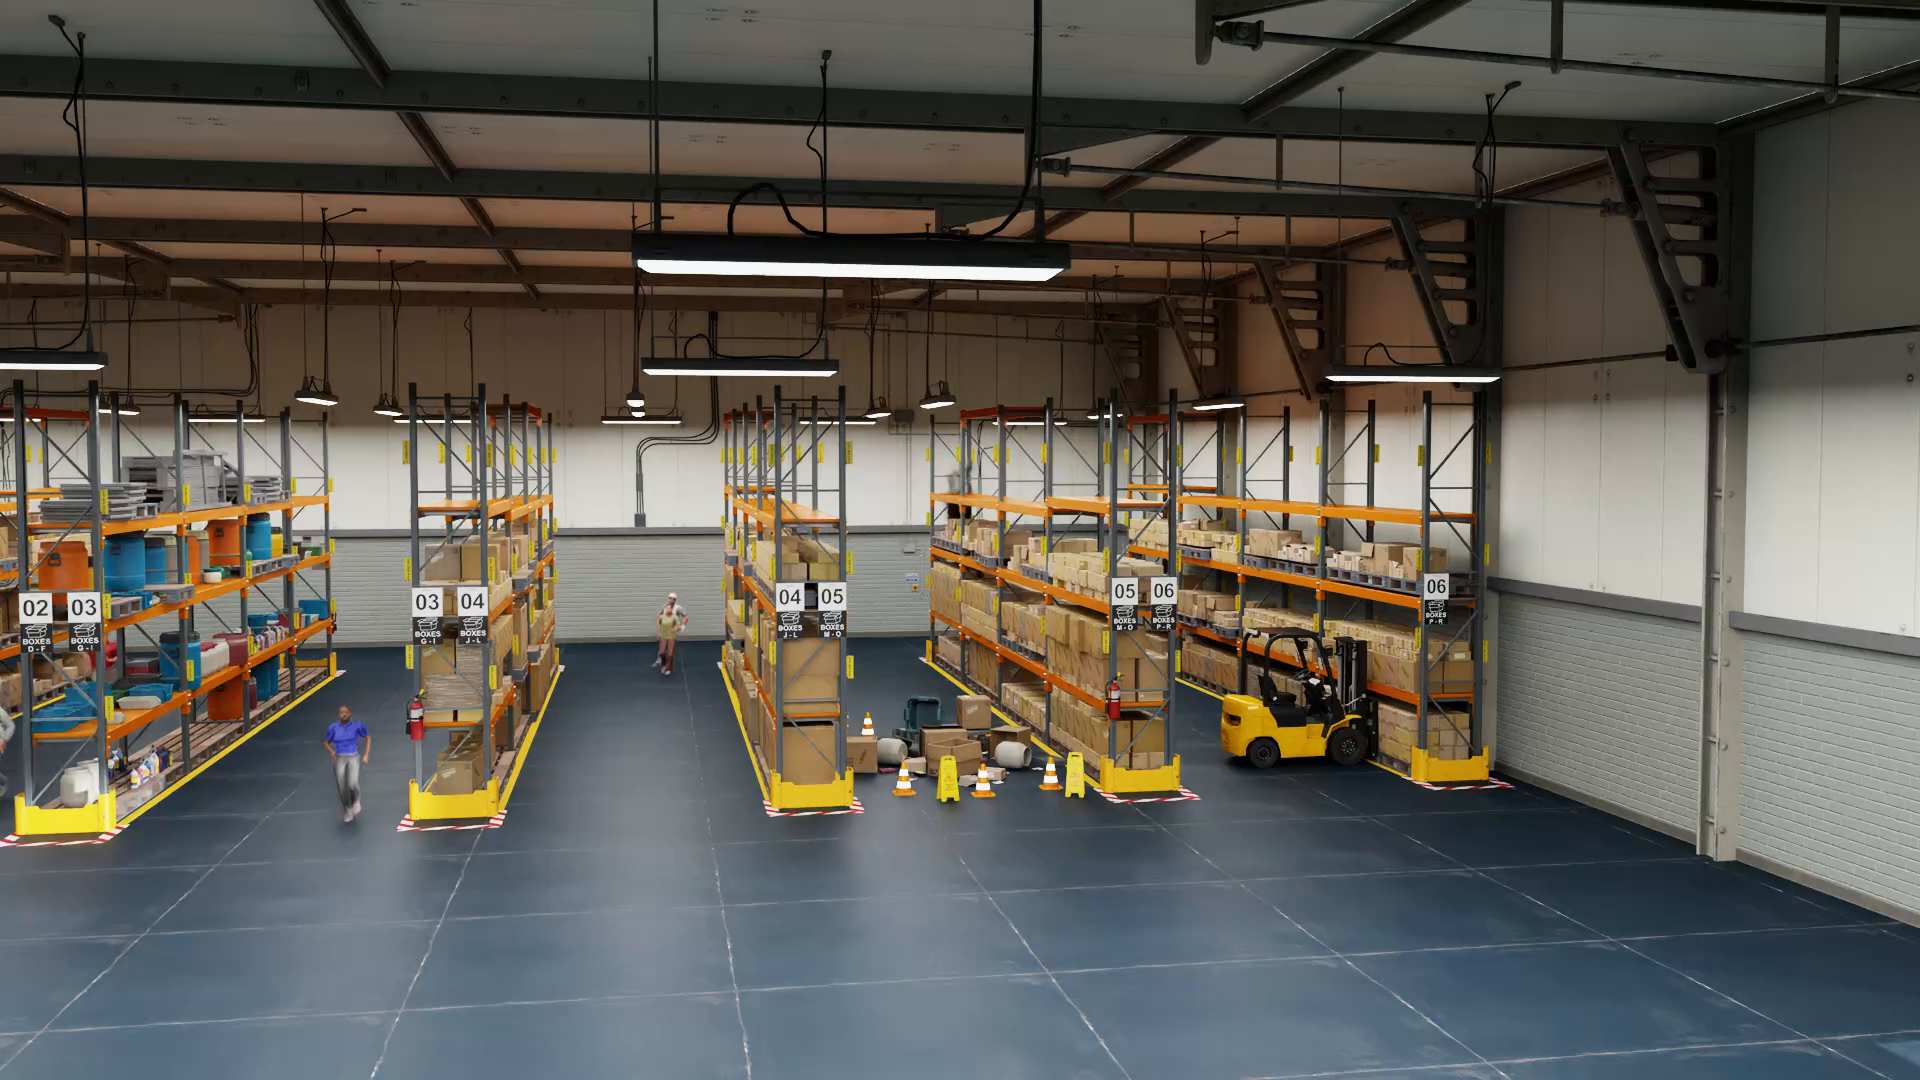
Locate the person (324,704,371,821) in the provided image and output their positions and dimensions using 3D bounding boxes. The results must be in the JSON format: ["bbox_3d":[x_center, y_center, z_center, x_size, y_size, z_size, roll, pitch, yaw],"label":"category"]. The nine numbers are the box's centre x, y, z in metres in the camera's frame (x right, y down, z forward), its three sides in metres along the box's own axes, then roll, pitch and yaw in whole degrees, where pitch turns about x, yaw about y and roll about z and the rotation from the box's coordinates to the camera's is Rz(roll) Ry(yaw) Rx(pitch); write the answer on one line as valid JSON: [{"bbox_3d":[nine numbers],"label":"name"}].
[{"bbox_3d":[-8.392,3.053,22.758,0.595,1.617,0.584,-1,3,-13],"label":"person"}]

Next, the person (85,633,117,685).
[{"bbox_3d":[-16.097,2.533,31.266,0.663,1.713,0.954,-1,3,-19],"label":"person"}]

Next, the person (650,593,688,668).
[{"bbox_3d":[-6.877,2.112,39.091,0.769,1.735,0.943,2,3,28],"label":"person"}]

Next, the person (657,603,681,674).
[{"bbox_3d":[-6.633,2.256,37.819,0.561,1.630,0.587,0,3,-1],"label":"person"}]

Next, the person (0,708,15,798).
[{"bbox_3d":[-13.808,2.940,23.620,0.705,1.729,0.614,0,3,-9],"label":"person"}]
